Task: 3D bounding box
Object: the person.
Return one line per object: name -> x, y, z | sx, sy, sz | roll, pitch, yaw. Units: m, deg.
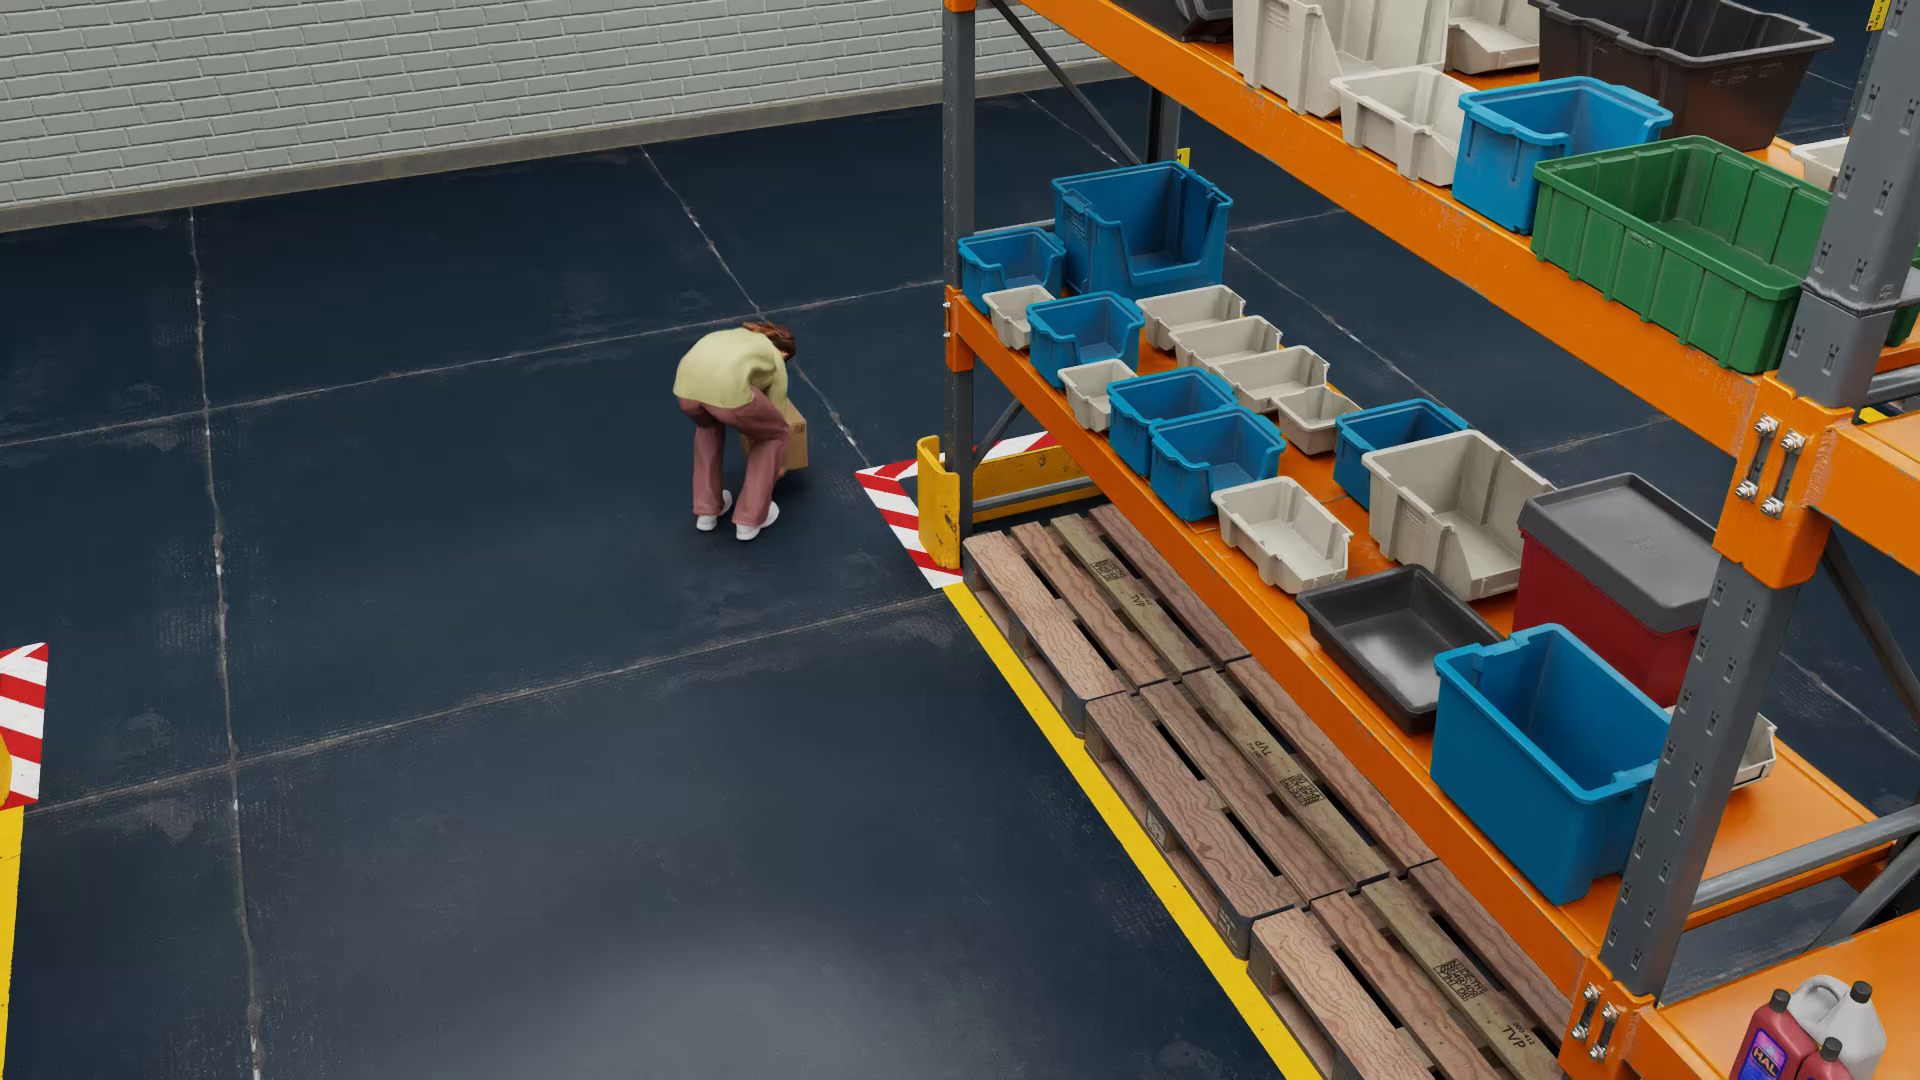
person -> -0.985, -0.545, 7.673 | 0.461, 0.889, 0.854 | 11, 35, 16
